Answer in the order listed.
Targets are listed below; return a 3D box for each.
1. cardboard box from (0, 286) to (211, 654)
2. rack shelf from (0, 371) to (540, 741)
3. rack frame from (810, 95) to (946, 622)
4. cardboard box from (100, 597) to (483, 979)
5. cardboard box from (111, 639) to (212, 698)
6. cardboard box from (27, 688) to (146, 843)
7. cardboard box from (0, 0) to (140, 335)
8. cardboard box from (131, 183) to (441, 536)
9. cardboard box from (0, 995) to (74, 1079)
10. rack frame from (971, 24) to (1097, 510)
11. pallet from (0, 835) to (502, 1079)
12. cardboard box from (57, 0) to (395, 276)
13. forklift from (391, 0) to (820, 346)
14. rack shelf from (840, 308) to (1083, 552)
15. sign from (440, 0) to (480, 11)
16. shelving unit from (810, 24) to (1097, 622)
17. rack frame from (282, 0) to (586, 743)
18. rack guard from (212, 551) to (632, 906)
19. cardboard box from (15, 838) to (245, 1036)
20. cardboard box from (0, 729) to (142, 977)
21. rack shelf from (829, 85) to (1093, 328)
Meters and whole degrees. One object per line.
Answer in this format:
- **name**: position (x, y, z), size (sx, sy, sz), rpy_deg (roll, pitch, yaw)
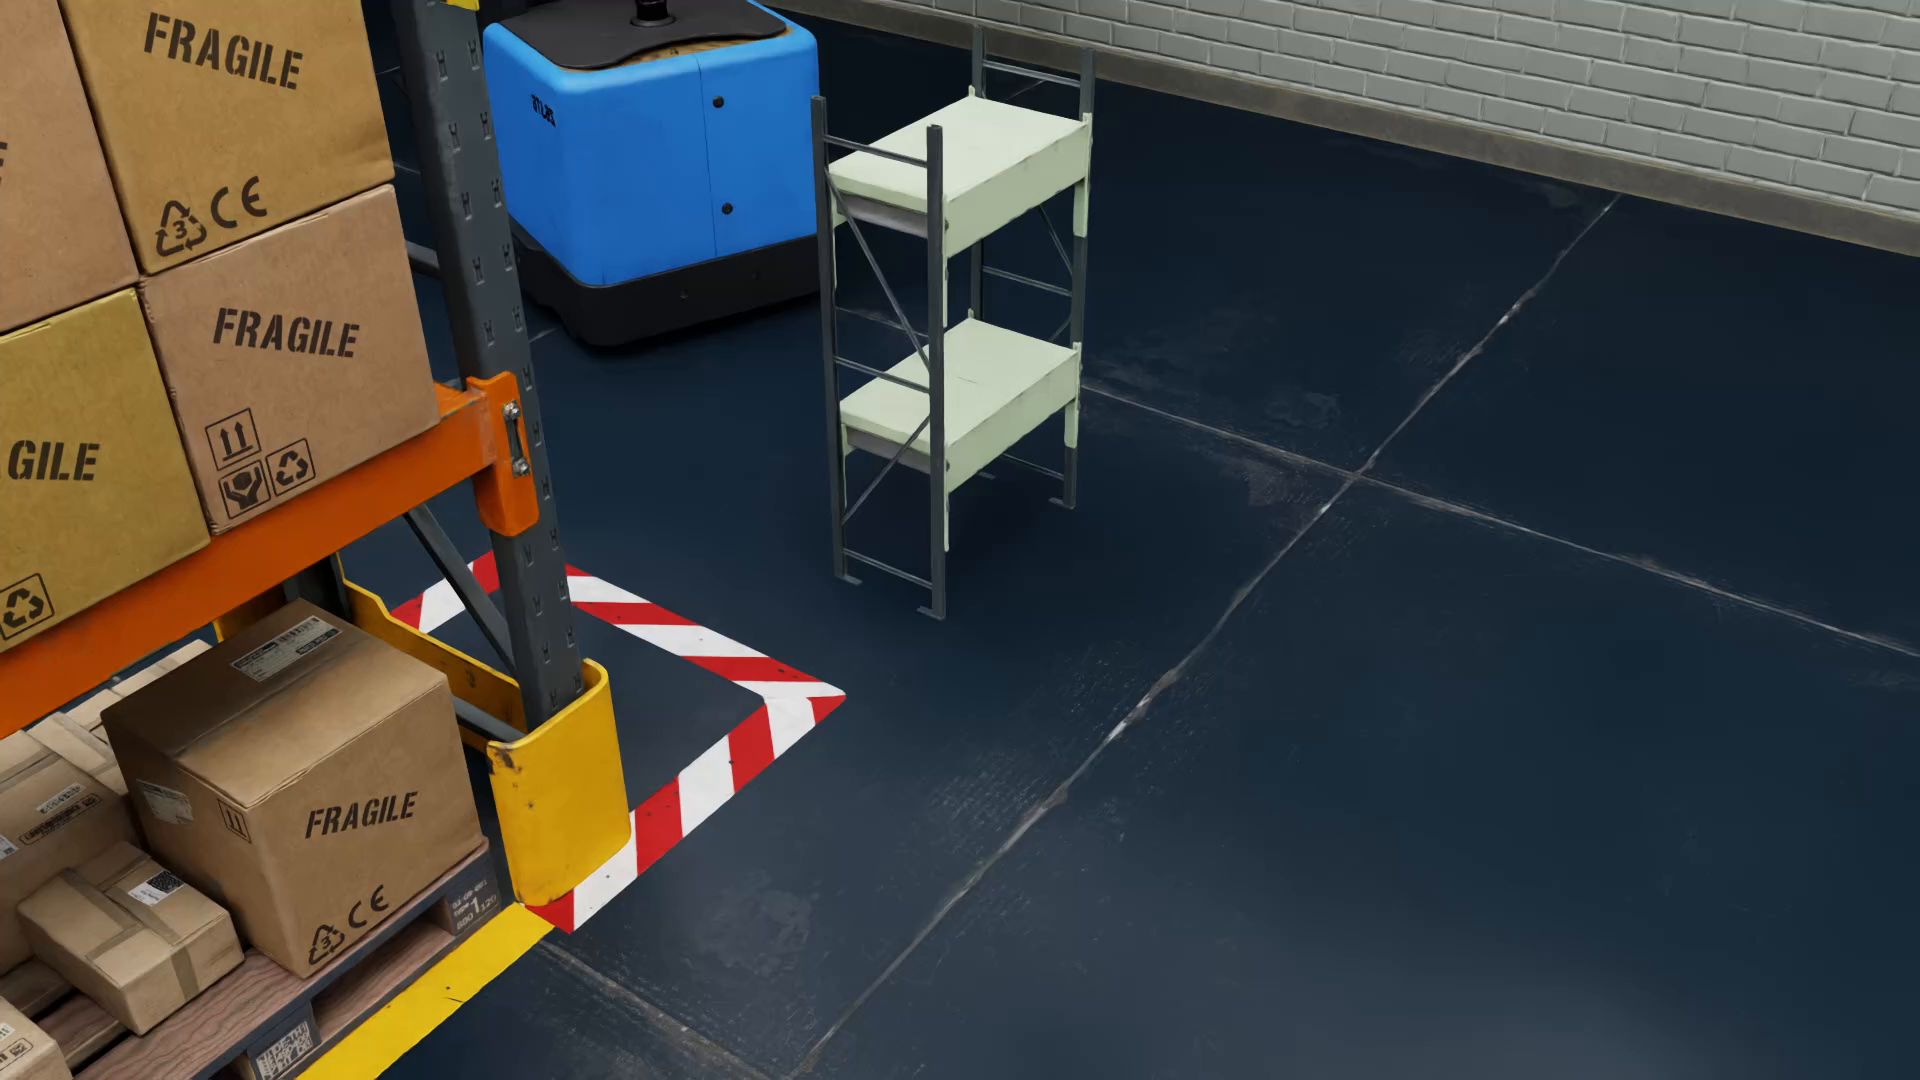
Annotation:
- **cardboard box**: position (-1.655, -0.165, 2.726), size (0.500, 0.500, 0.500), rpy_deg (22, 40, 29)
- **rack shelf**: position (-2.471, 0.562, 2.383), size (1.077, 0.370, 4.000), rpy_deg (21, 39, 28)
- **rack frame**: position (-0.212, -0.450, 4.576), size (0.400, 1.500, 0.023), rpy_deg (21, 39, 28)
- **cardboard box**: position (-1.438, 0.526, 3.633), size (0.500, 0.500, 0.500), rpy_deg (21, 39, 28)
- **cardboard box**: position (-1.852, 0.426, 4.095), size (0.380, 0.149, 0.250), rpy_deg (21, 39, 28)
- **cardboard box**: position (-1.994, 0.533, 3.920), size (0.380, 0.166, 0.250), rpy_deg (21, 39, 28)
- **cardboard box**: position (-1.646, -0.586, 2.457), size (0.500, 0.500, 0.500), rpy_deg (22, 40, 29)
- **cardboard box**: position (-1.363, -0.404, 3.081), size (0.500, 0.500, 0.500), rpy_deg (23, 40, 30)
- **cardboard box**: position (-2.005, 1.057, 3.071), size (0.500, 0.250, 0.500), rpy_deg (21, 39, 28)
- **rack frame**: position (0.205, -0.787, 5.074), size (0.400, 1.500, 0.023), rpy_deg (21, 39, 28)
- **pallet**: position (-1.828, 0.901, 3.729), size (1.003, 0.211, 1.213), rpy_deg (21, 39, 28)
- **cardboard box**: position (-1.359, -0.819, 2.802), size (0.500, 0.500, 0.500), rpy_deg (21, 39, 28)
- **forklift**: position (-1.726, -2.725, 6.663), size (1.130, 2.935, 3.031), rpy_deg (-20, 39, -27)
- **rack shelf**: position (-0.004, -0.348, 5.008), size (0.431, 0.370, 0.720), rpy_deg (21, 39, 28)
- **sign**: position (-0.886, -1.080, 2.854), size (0.100, 0.325, 0.005), rpy_deg (21, 39, 28)
- **shelving unit**: position (-0.004, -0.618, 4.825), size (0.431, 1.500, 0.755), rpy_deg (21, 39, 28)
- **rack frame**: position (-1.331, -0.656, 3.542), size (1.000, 3.000, 0.127), rpy_deg (21, 39, 28)
- **rack guard**: position (-1.374, 0.414, 4.191), size (1.175, 0.500, 0.348), rpy_deg (21, 39, 28)
- **cardboard box**: position (-1.743, 0.822, 3.493), size (0.380, 0.166, 0.250), rpy_deg (21, 39, 28)
- **cardboard box**: position (-2.159, 0.690, 3.613), size (0.500, 0.250, 0.500), rpy_deg (21, 39, 28)
- **rack shelf**: position (-0.004, -0.941, 4.607), size (0.431, 0.370, 0.720), rpy_deg (21, 39, 28)
